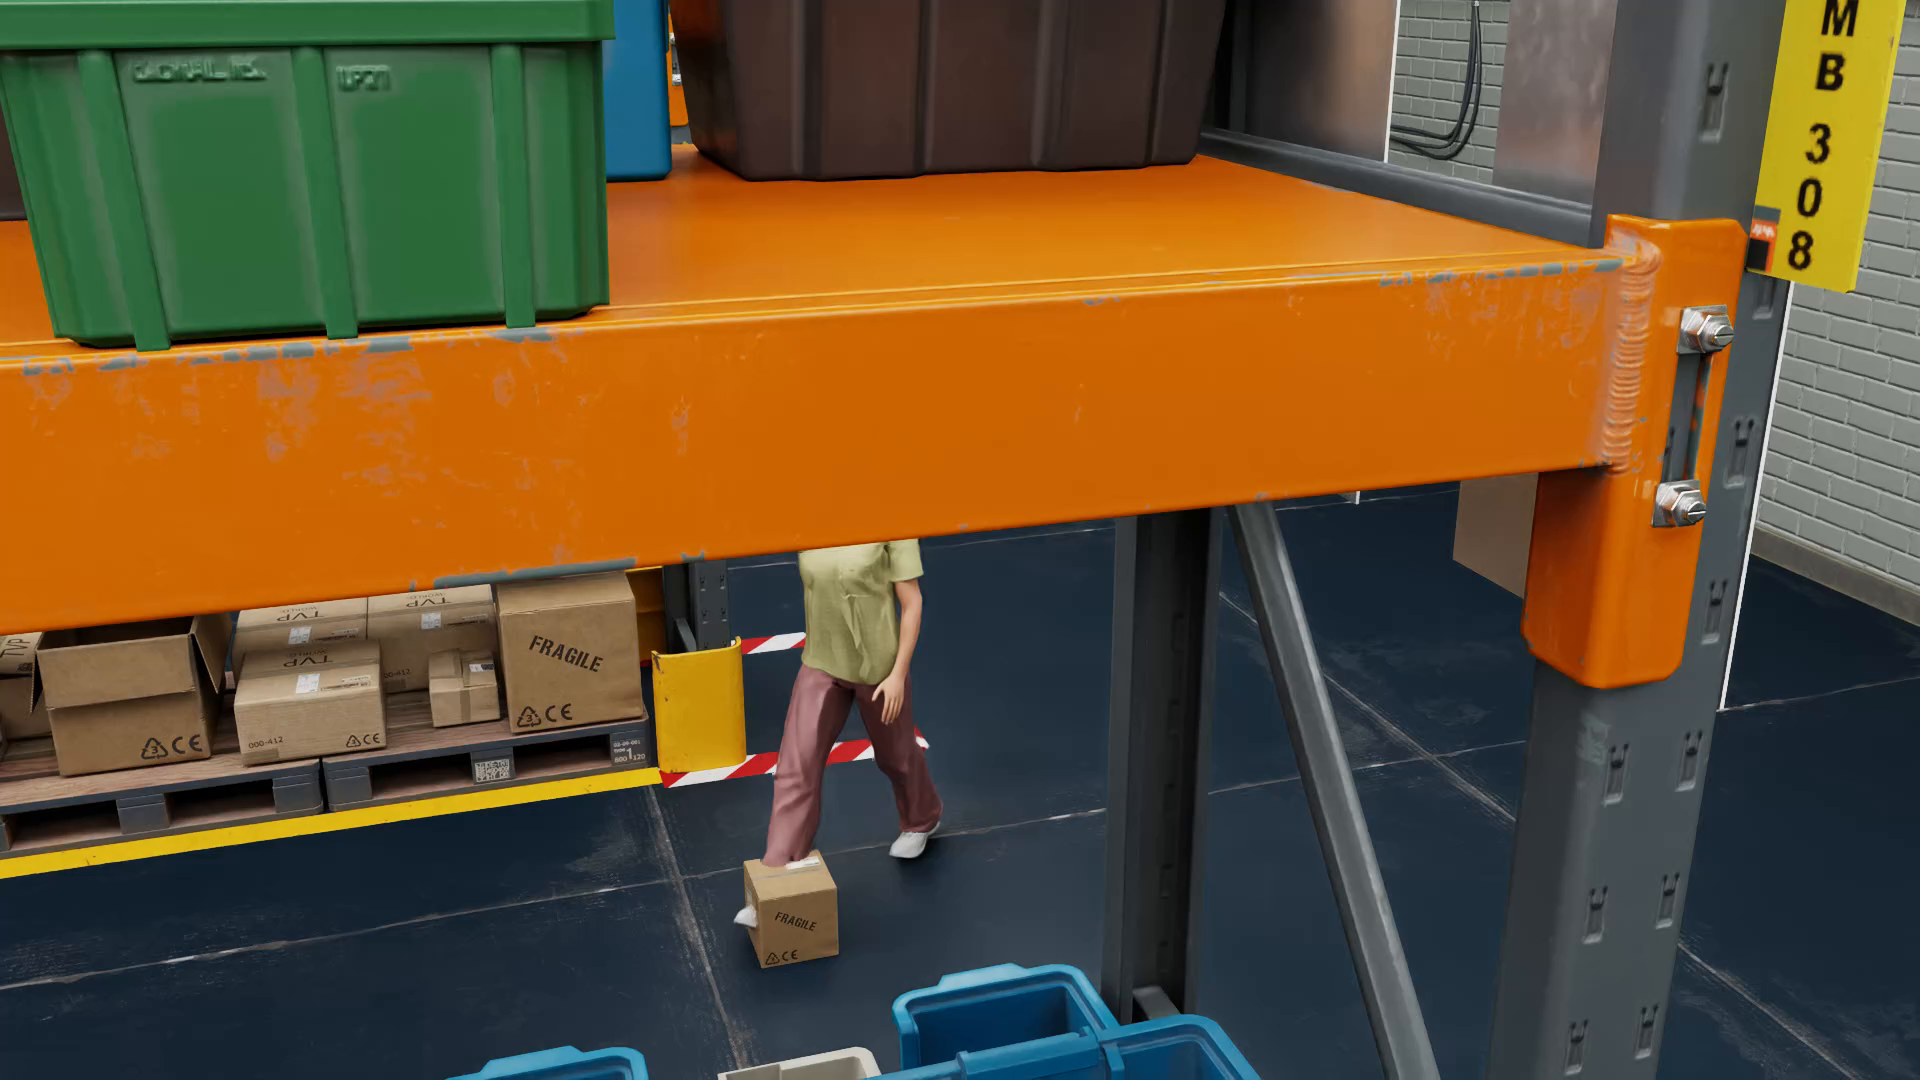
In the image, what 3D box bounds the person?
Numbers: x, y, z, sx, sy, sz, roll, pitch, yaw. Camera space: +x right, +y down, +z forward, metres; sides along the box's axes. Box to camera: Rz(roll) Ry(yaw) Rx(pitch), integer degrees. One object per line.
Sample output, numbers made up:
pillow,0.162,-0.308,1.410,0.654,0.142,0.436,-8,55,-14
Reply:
person,-0.381,0.434,5.377,0.467,1.614,1.011,7,21,20
